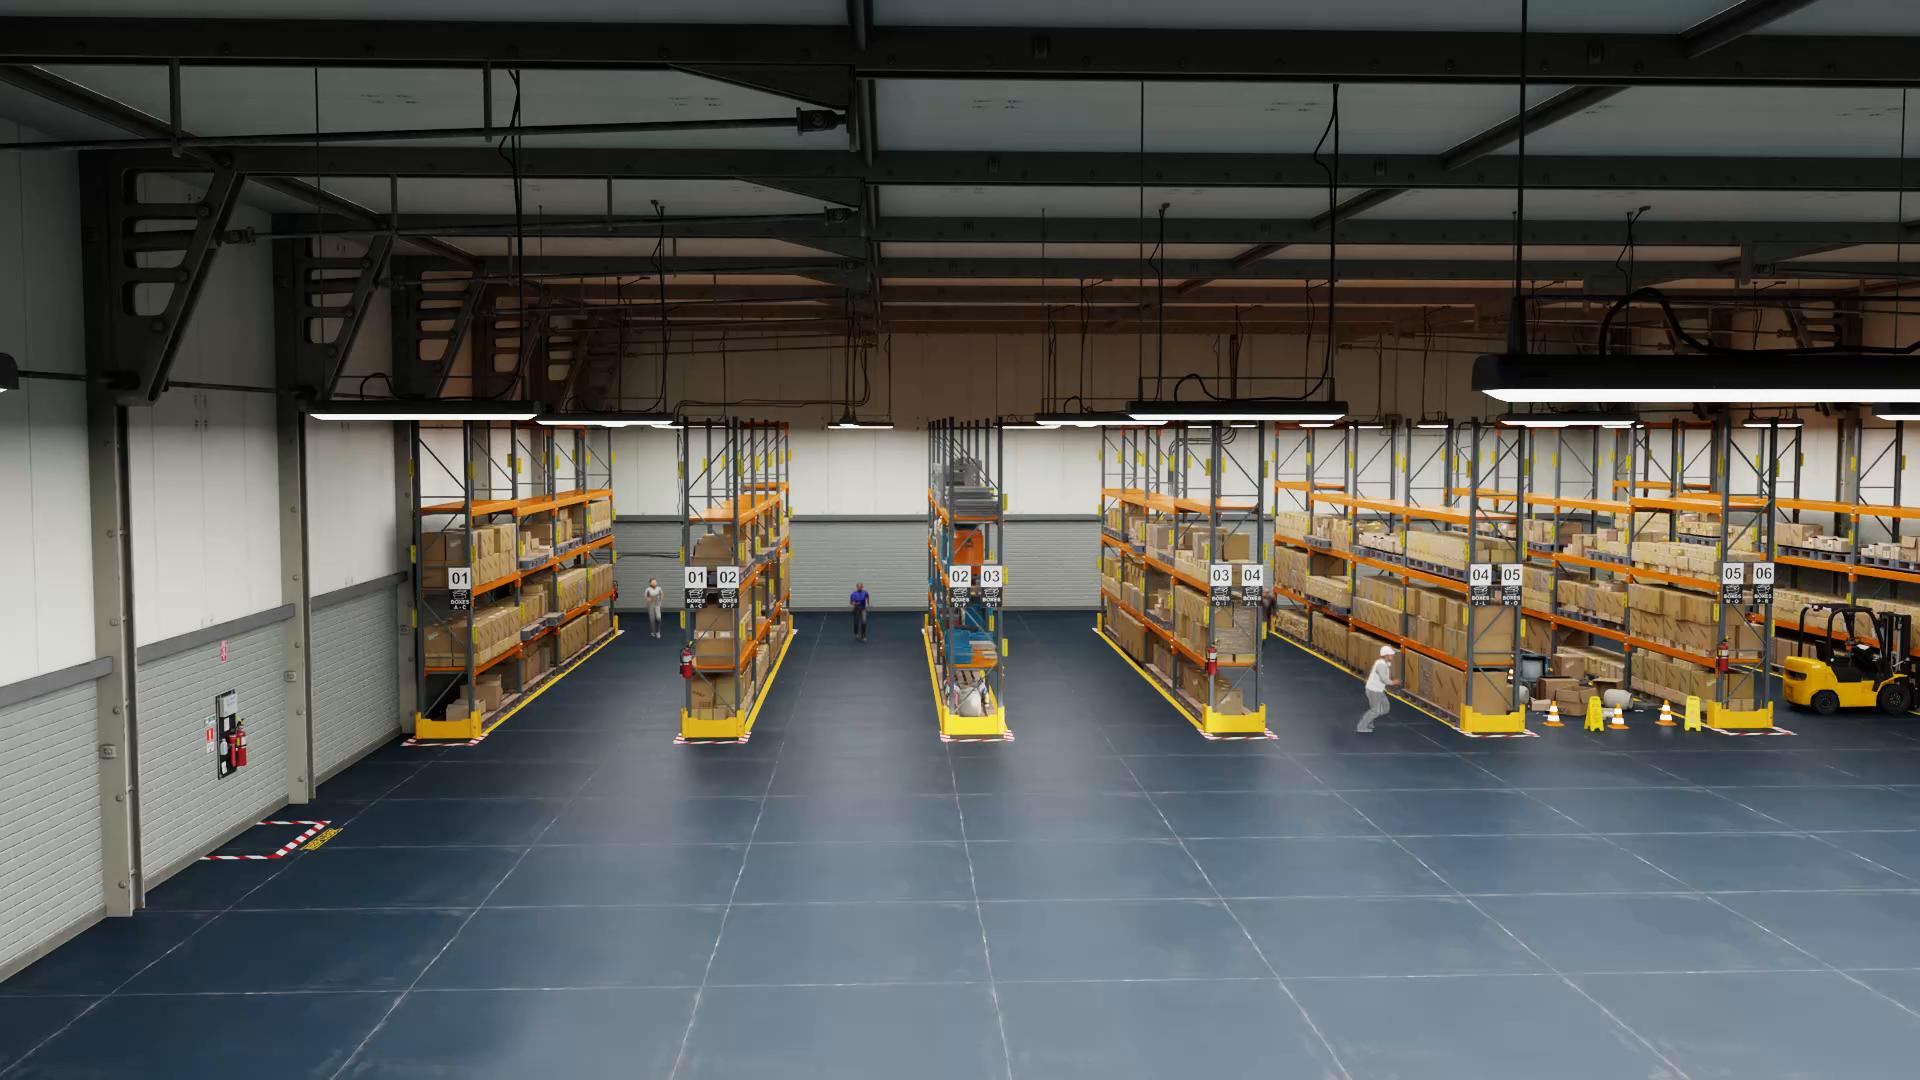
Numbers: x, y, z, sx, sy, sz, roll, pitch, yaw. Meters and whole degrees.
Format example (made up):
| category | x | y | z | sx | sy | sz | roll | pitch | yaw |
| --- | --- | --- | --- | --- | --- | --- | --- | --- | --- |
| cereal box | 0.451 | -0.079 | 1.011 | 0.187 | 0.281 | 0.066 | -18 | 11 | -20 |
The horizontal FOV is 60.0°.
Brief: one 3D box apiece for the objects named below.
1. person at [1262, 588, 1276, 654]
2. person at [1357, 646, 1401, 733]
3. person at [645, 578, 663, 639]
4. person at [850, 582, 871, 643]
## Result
| category | x | y | z | sx | sy | sz | roll | pitch | yaw |
| --- | --- | --- | --- | --- | --- | --- | --- | --- | --- |
| person | 7.804 | 2.071 | 42.977 | 0.697 | 1.712 | 0.717 | -1 | 4 | -18 |
| person | 7.948 | 2.832 | 31.526 | 0.813 | 1.663 | 0.640 | 1 | 4 | 19 |
| person | -8.484 | 1.890 | 46.113 | 0.519 | 1.682 | 0.734 | -1 | 4 | -14 |
| person | -2.728 | 1.960 | 45.428 | 0.590 | 1.635 | 0.953 | -1 | 4 | -10 |
